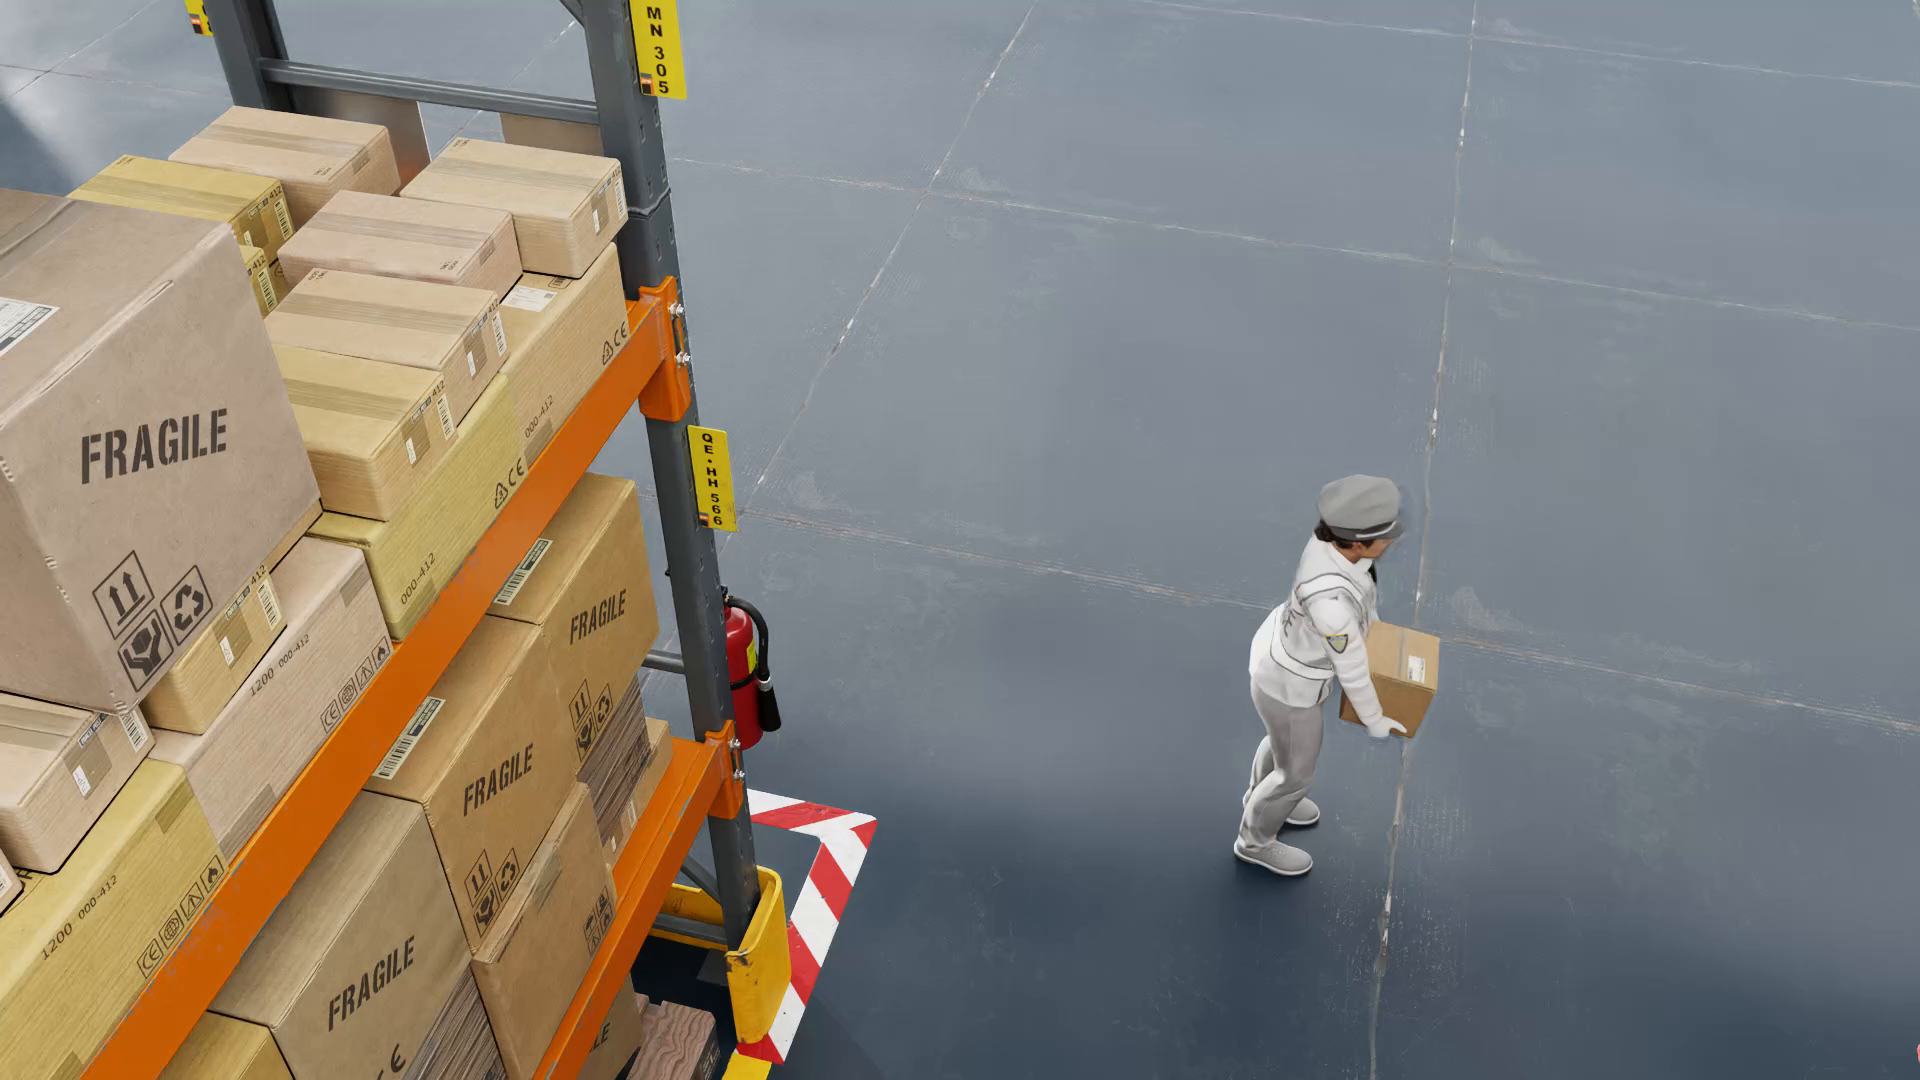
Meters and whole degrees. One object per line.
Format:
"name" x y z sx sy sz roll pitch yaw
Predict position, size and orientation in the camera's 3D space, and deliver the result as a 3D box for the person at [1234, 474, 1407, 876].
"person" 1.244 0.478 5.619 0.542 1.665 0.415 9 42 10
